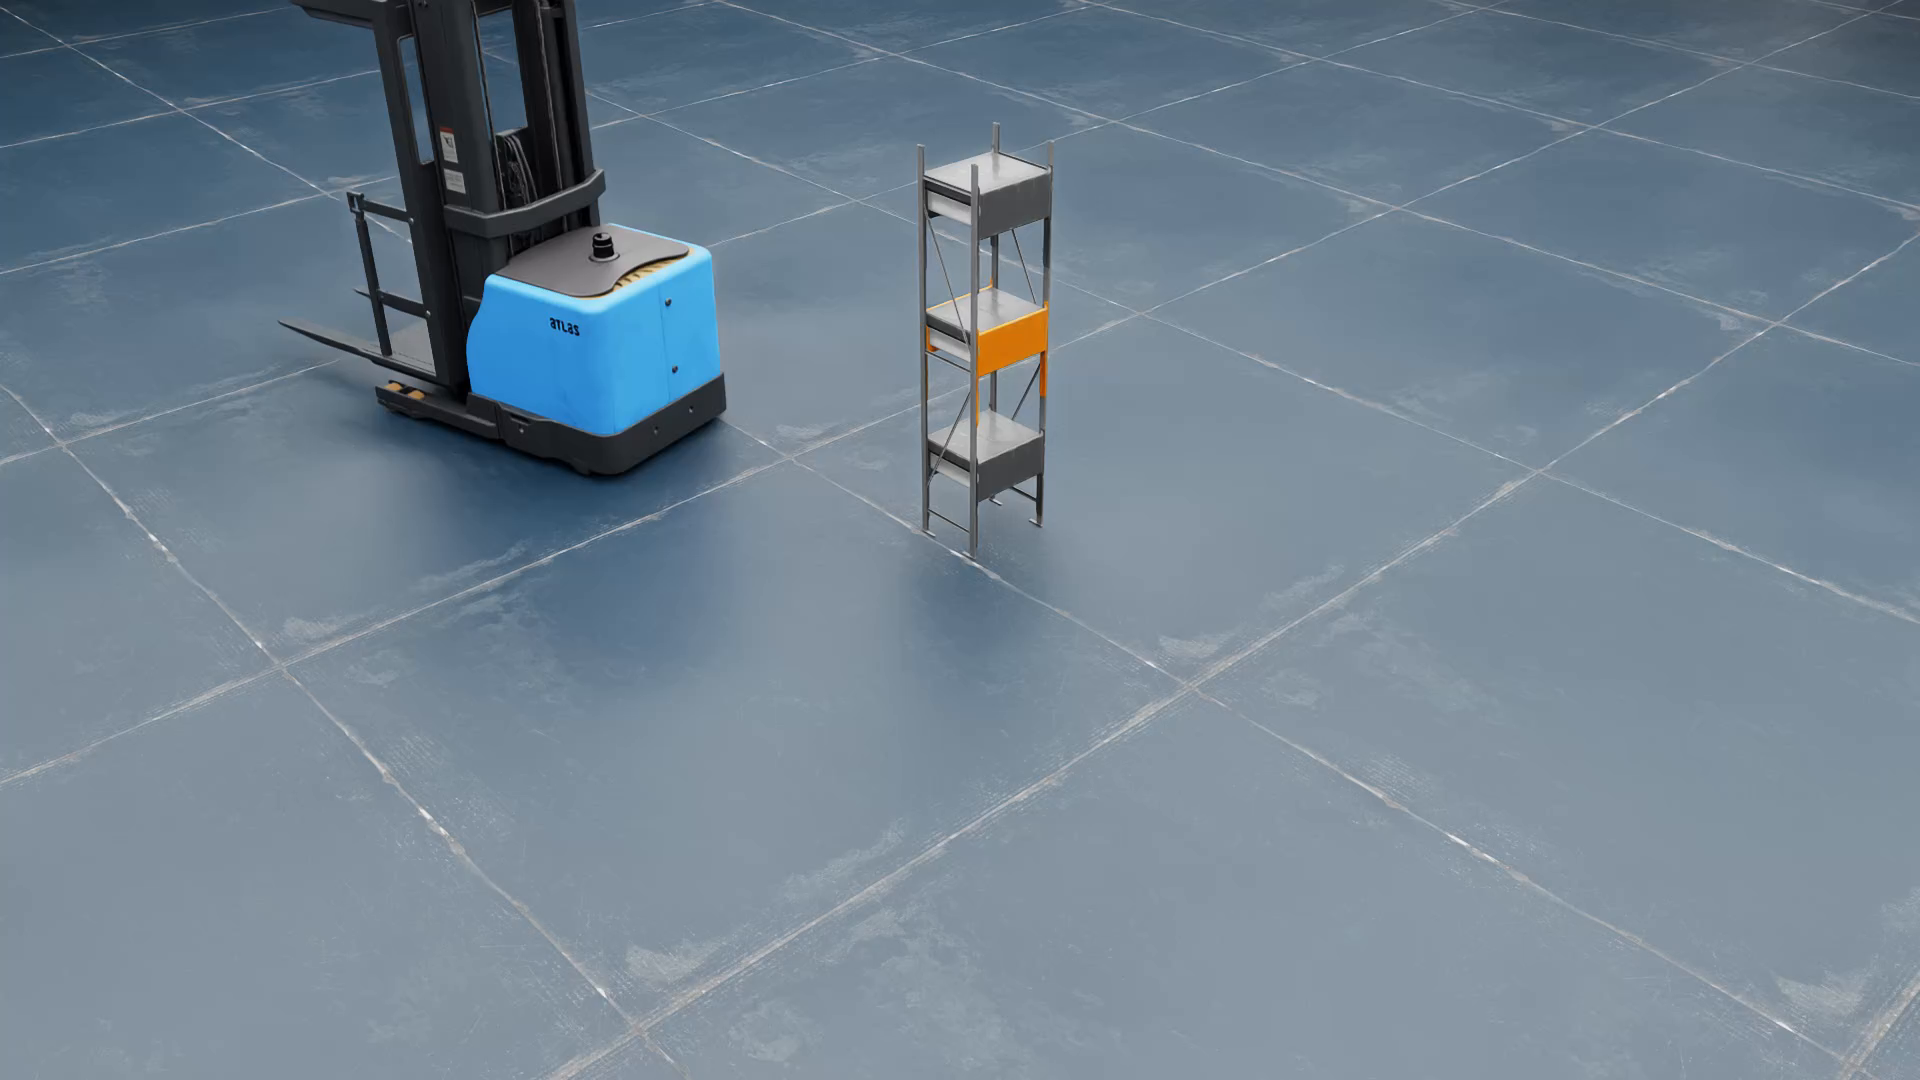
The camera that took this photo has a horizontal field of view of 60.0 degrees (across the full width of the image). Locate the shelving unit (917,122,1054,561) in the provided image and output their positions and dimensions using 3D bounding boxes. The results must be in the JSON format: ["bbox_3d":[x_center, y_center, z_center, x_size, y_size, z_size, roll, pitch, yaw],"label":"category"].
[{"bbox_3d":[0.121,-0.955,8.298,0.503,2.100,0.431,-26,40,-35],"label":"shelving unit"}]

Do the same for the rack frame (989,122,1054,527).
[{"bbox_3d":[0.300,-1.041,8.440,0.015,2.100,0.400,-26,40,-35],"label":"rack frame"}]

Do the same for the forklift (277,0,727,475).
[{"bbox_3d":[-2.906,-2.185,9.514,3.031,2.935,1.130,18,36,27],"label":"forklift"}]

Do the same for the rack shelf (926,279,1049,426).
[{"bbox_3d":[0.121,-0.943,8.305,0.480,0.518,0.431,-26,40,-35],"label":"rack shelf"}]

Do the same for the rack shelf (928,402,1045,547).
[{"bbox_3d":[0.121,-0.346,8.671,0.480,0.518,0.431,-26,40,-35],"label":"rack shelf"}]

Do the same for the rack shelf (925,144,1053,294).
[{"bbox_3d":[0.121,-1.540,7.940,0.480,0.518,0.431,-26,40,-35],"label":"rack shelf"}]

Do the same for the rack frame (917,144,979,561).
[{"bbox_3d":[-0.058,-0.868,8.157,0.015,2.100,0.400,-26,40,-35],"label":"rack frame"}]
